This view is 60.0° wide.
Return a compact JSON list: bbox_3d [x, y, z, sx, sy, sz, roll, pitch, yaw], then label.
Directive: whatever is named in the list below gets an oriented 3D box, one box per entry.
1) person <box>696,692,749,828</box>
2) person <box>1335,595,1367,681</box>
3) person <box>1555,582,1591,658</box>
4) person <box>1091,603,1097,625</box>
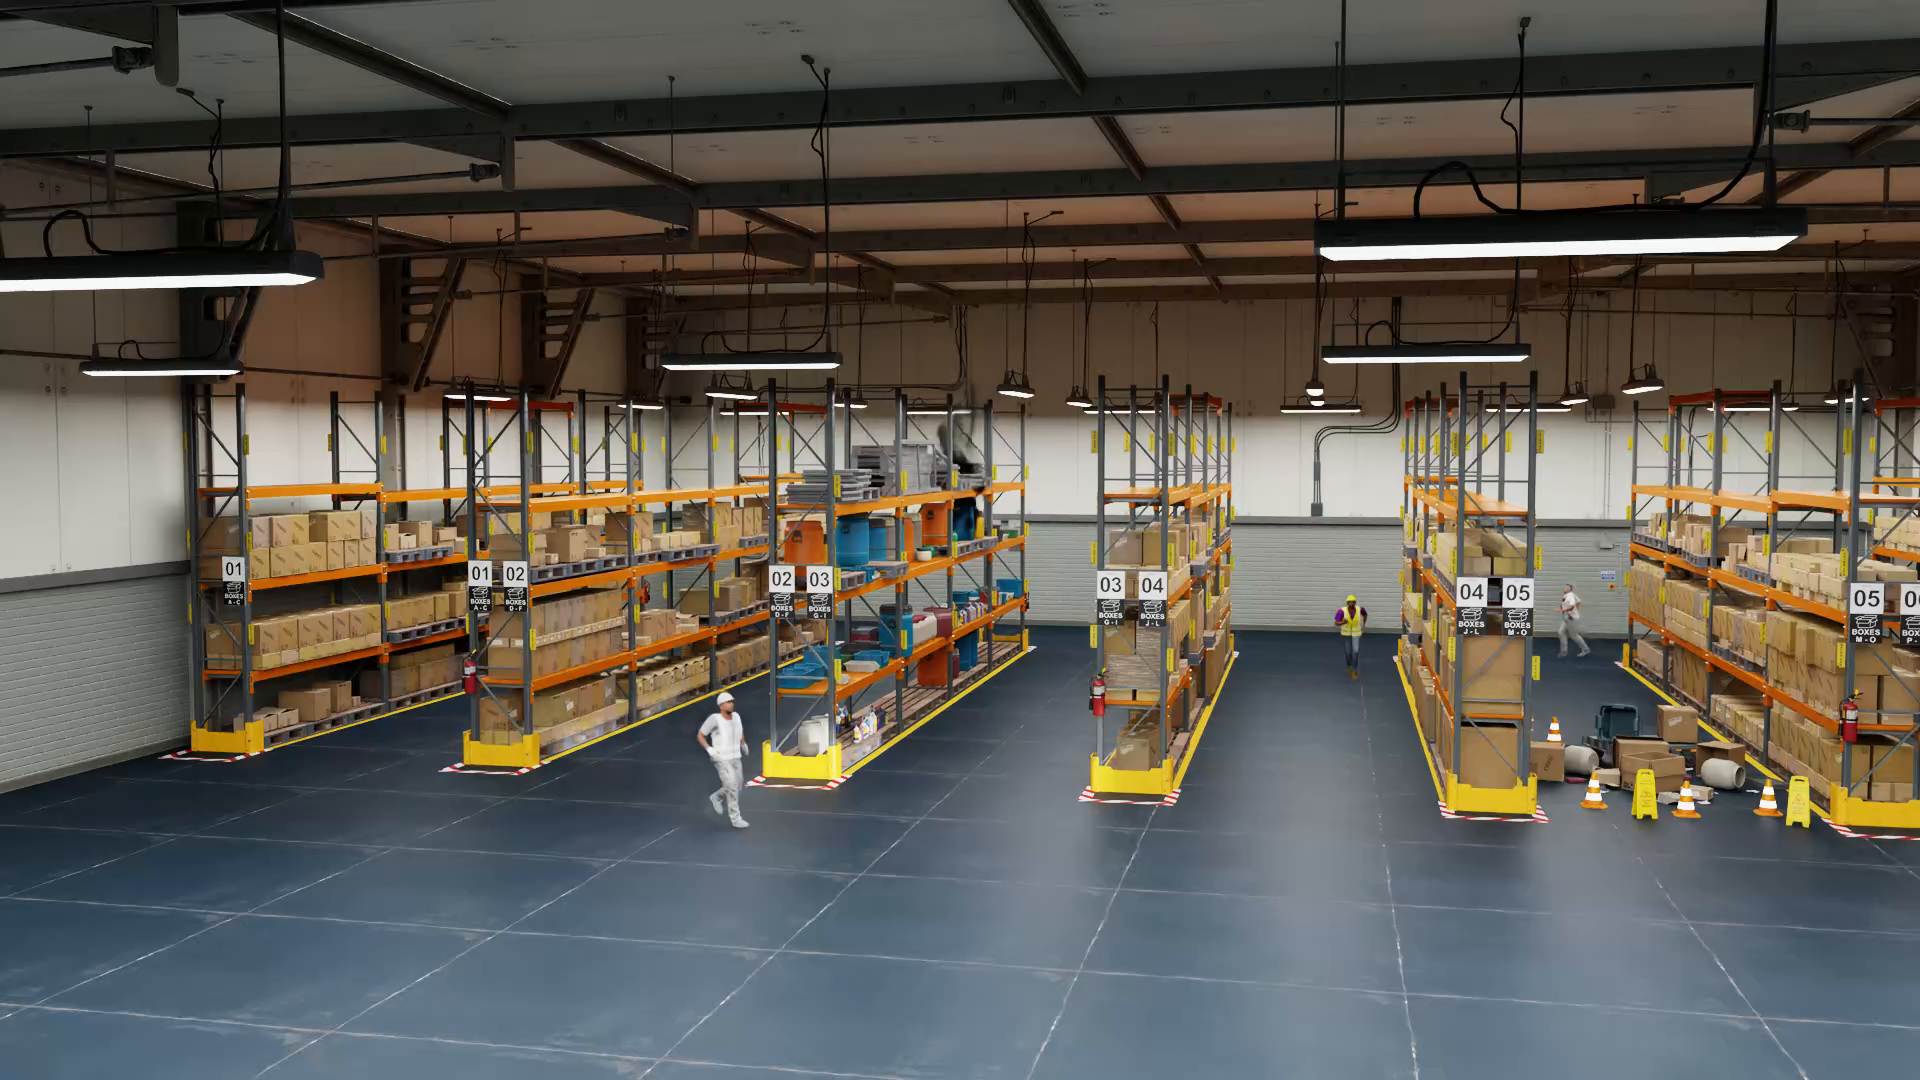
[{"bbox_3d":[-3.084,2.879,21.852,0.830,1.753,0.714,3,4,39],"label":"person"},{"bbox_3d":[8.395,2.094,35.724,0.678,1.844,0.864,1,3,13],"label":"person"},{"bbox_3d":[14.365,1.907,38.958,0.820,1.851,0.653,1,3,17],"label":"person"},{"bbox_3d":[3.011,1.882,34.293,0.669,1.785,0.818,1,3,13],"label":"person"}]
